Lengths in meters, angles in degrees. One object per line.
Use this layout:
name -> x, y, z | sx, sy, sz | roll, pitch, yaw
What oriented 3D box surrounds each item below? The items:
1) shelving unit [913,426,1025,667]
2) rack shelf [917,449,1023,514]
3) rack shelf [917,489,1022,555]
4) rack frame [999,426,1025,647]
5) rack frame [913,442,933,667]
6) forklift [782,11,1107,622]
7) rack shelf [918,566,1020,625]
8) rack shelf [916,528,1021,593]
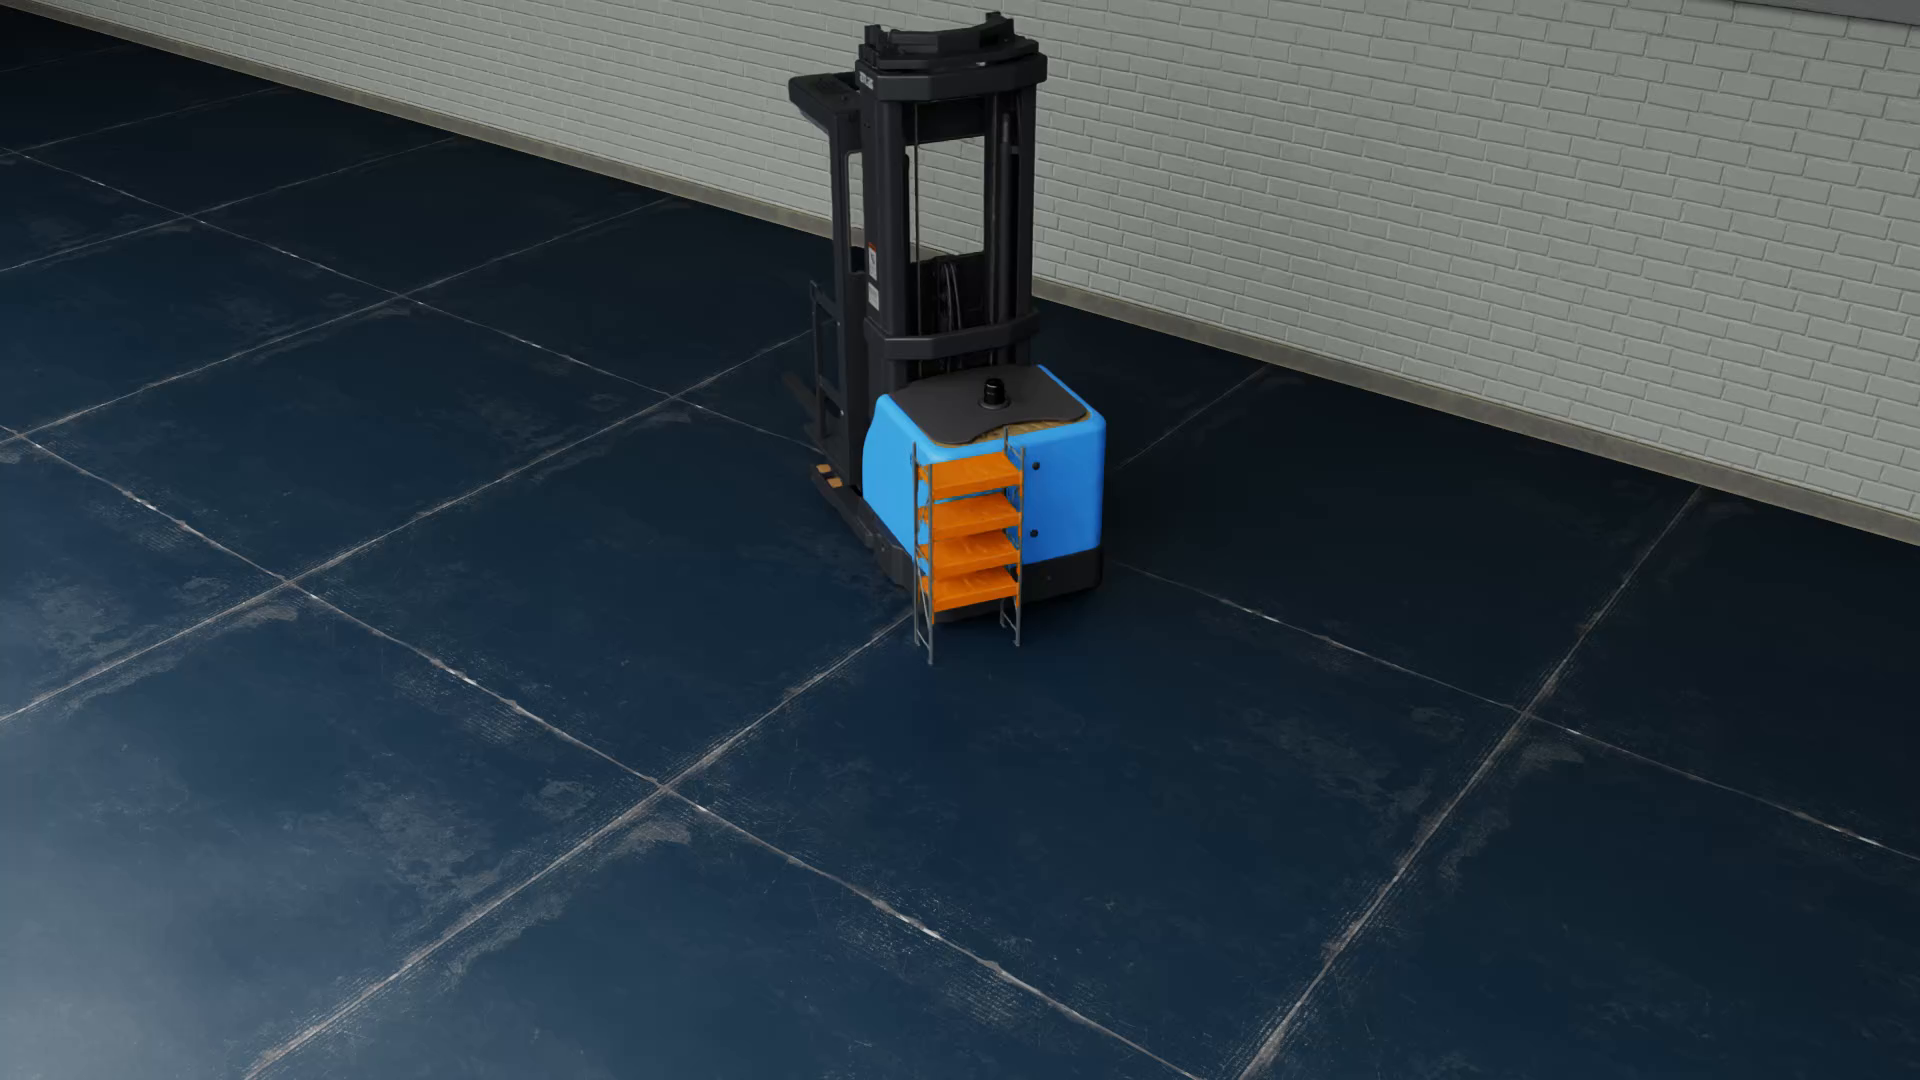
shelving unit -> 0.041, 0.041, 8.499 | 0.503, 1.200, 0.258 | -11, 33, -18
rack shelf -> 0.043, -0.294, 8.293 | 0.480, 0.148, 0.258 | -11, 33, -18
rack shelf -> 0.042, -0.092, 8.417 | 0.480, 0.148, 0.258 | -11, 33, -18
rack frame -> 0.268, -0.004, 8.576 | 0.015, 1.200, 0.240 | -11, 33, -18
rack frame -> -0.187, 0.086, 8.423 | 0.015, 1.200, 0.240 | -11, 33, -18
forklift -> -0.276, -1.555, 9.499 | 1.130, 2.935, 3.031 | -13, 33, -21
rack shelf -> 0.039, 0.267, 8.638 | 0.480, 0.148, 0.258 | -11, 33, -18
rack shelf -> 0.040, 0.098, 8.534 | 0.480, 0.148, 0.258 | -11, 33, -18
